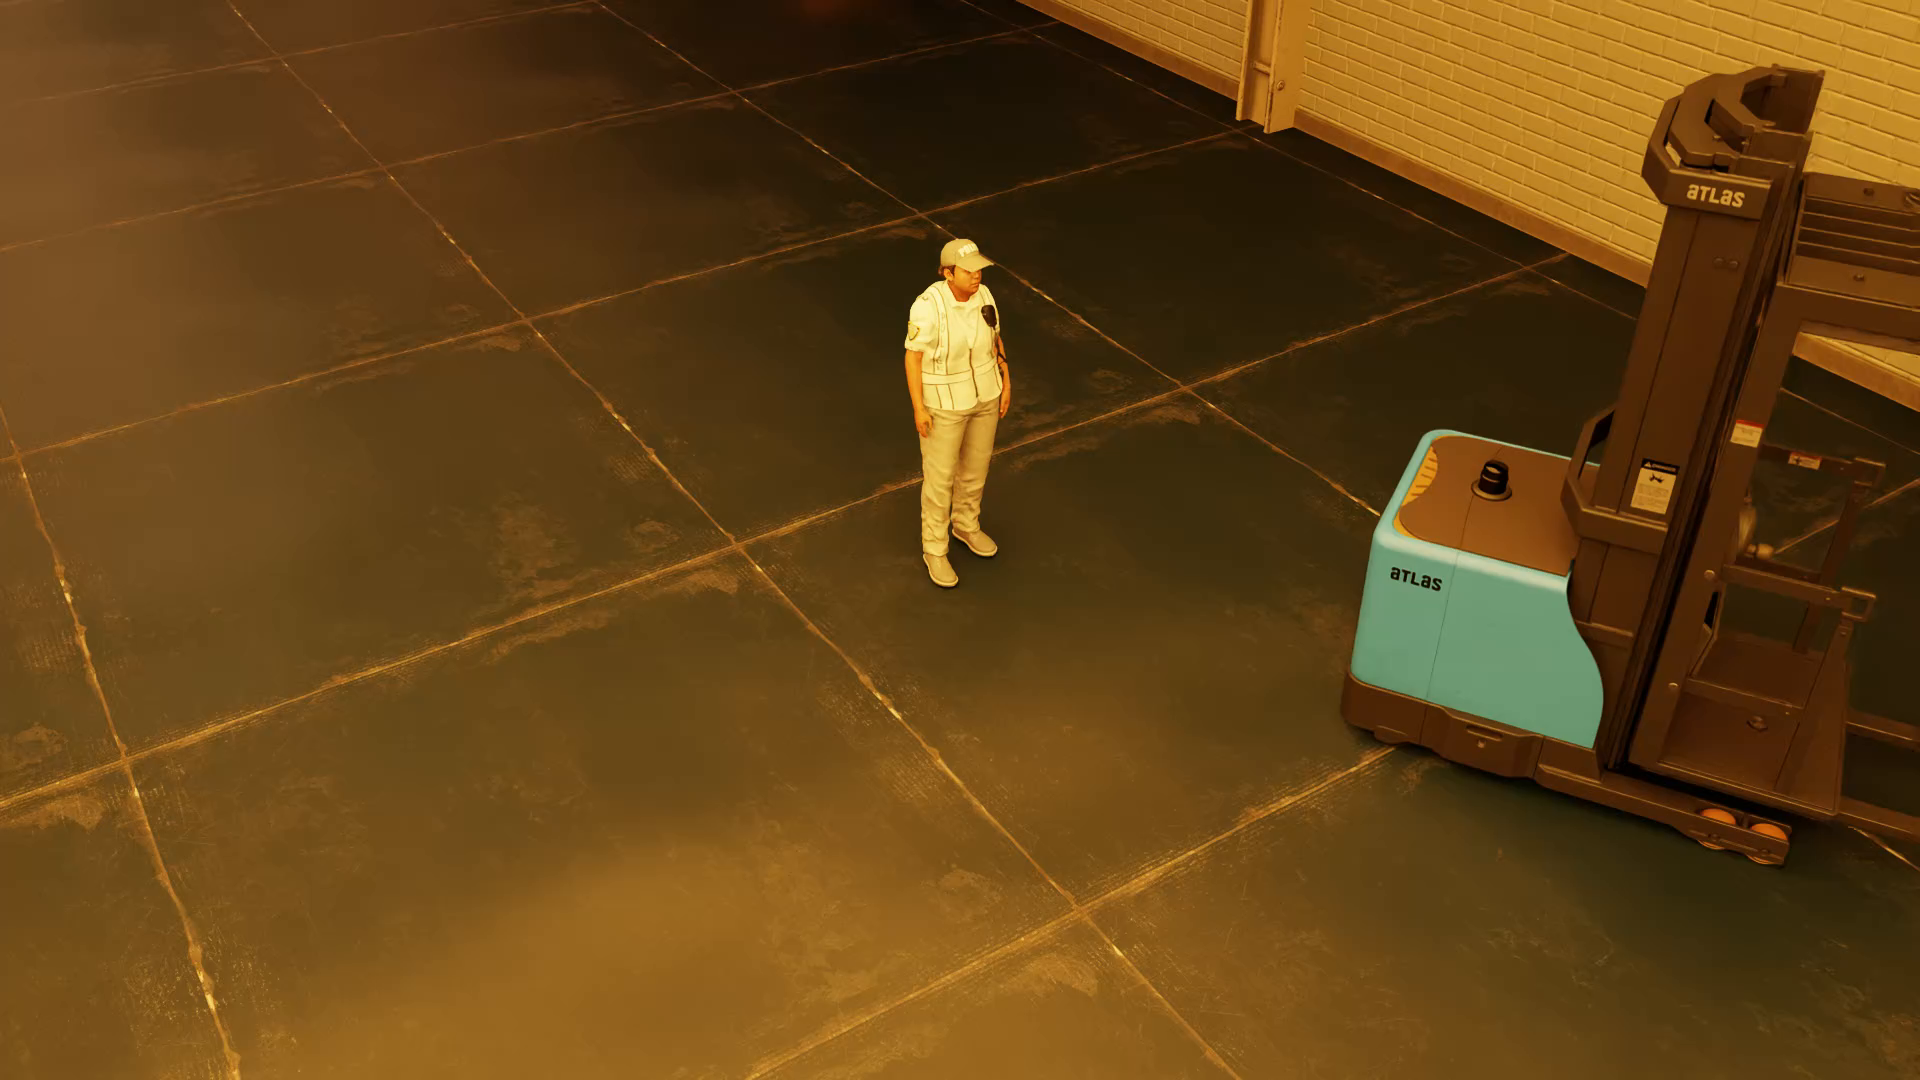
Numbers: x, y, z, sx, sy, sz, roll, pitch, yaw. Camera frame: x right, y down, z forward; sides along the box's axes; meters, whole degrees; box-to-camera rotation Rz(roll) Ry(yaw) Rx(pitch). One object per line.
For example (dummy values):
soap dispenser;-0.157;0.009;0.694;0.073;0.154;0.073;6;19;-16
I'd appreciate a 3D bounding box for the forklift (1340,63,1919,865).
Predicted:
forklift;3.262;-0.222;6.464;3.031;2.935;1.130;16;38;21

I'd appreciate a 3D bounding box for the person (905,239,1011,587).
person;0.023;-0.644;8.151;0.599;1.670;0.529;-21;40;-27
